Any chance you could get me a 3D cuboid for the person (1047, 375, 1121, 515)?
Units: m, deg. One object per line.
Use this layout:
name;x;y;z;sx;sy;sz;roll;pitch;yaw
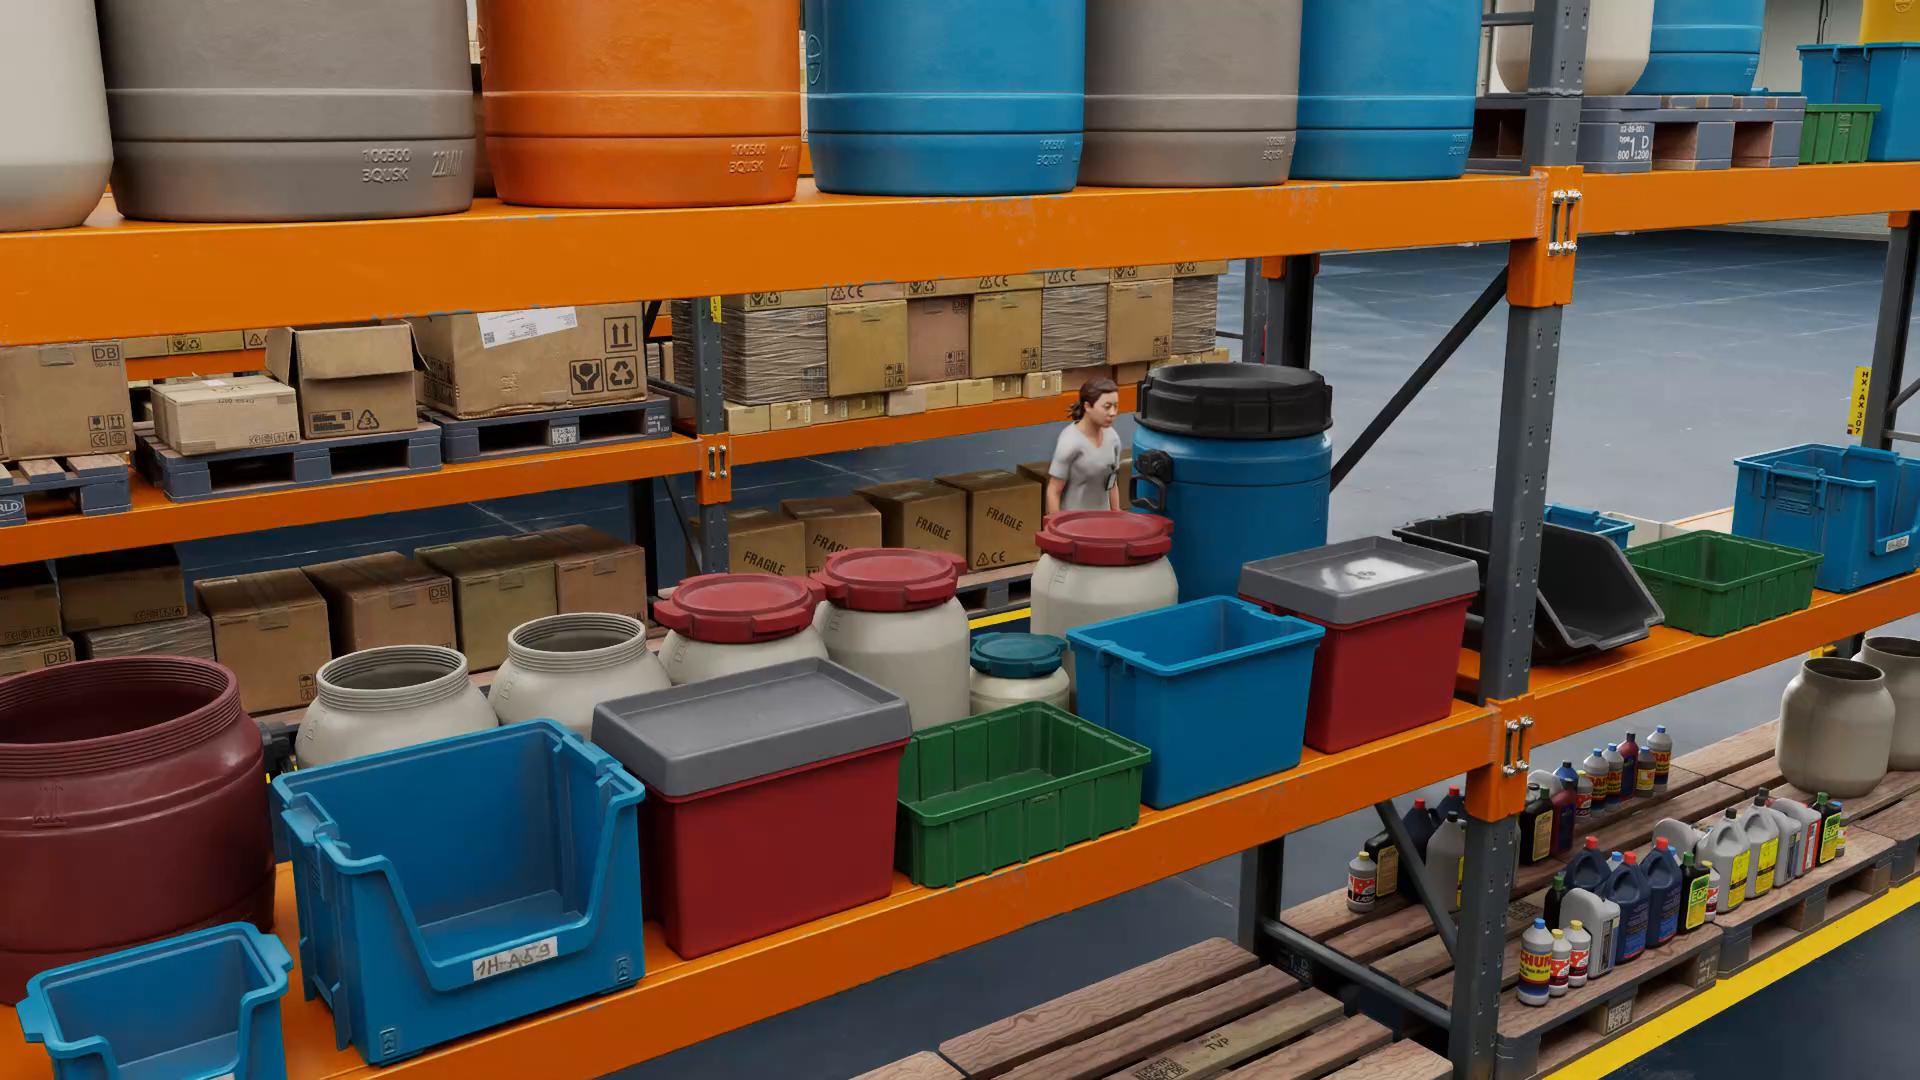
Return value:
person;0.670;-0.019;8.589;0.495;1.671;0.416;-11;18;-37
